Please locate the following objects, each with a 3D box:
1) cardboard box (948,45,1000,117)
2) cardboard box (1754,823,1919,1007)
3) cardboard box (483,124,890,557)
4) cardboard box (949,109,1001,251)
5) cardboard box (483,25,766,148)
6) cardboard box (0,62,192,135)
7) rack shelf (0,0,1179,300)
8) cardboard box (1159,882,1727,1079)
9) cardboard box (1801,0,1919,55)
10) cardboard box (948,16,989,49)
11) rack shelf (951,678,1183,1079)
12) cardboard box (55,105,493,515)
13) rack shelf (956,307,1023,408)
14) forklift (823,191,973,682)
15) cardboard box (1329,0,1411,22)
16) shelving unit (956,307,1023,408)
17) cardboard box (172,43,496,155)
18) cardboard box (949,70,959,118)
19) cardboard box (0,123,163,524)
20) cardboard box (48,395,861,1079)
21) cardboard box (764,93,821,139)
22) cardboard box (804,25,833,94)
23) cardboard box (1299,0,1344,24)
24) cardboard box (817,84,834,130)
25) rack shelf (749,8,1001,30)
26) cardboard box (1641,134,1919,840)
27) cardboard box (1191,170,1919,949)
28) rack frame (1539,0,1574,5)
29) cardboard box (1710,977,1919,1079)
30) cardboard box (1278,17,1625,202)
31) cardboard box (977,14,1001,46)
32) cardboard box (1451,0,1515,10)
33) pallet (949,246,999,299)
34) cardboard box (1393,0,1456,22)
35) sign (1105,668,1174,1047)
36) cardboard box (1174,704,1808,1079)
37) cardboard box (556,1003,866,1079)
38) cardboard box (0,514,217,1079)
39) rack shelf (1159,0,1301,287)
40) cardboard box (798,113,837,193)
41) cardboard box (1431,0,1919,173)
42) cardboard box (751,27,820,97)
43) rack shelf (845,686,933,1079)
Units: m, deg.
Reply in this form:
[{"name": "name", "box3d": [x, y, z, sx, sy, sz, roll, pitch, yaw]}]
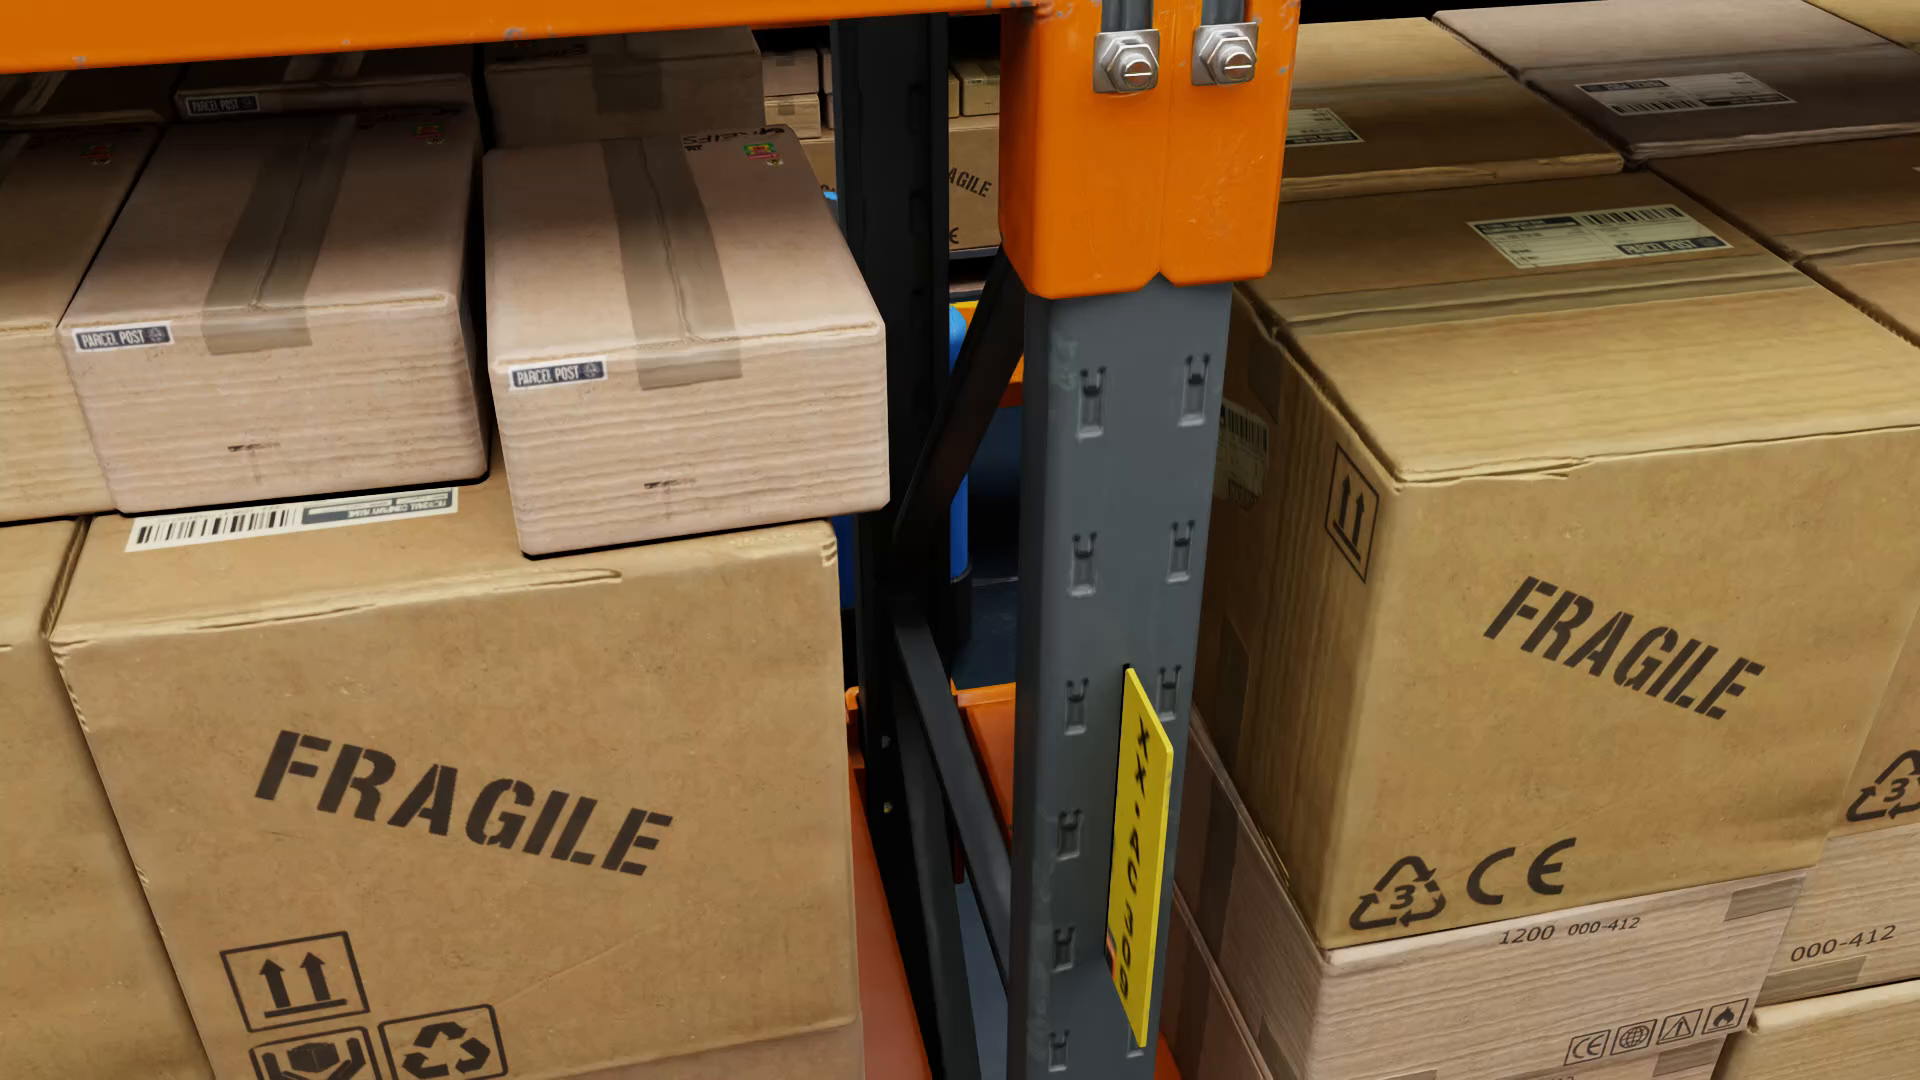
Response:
[{"name": "cardboard box", "box3d": [0.091, -1.808, 6.536, 0.250, 0.149, 0.380, -8, 35, -11]}, {"name": "cardboard box", "box3d": [1.010, 0.224, 1.910, 0.500, 0.250, 0.500, -7, 34, -10]}, {"name": "cardboard box", "box3d": [-0.214, -0.165, 1.235, 0.250, 0.149, 0.380, -8, 35, -12]}, {"name": "cardboard box", "box3d": [-0.044, -1.492, 6.648, 0.500, 0.500, 0.500, -8, 35, -11]}, {"name": "cardboard box", "box3d": [-0.349, -0.479, 1.702, 0.250, 0.149, 0.380, -8, 35, -11]}, {"name": "cardboard box", "box3d": [-0.835, -0.384, 1.561, 0.250, 0.149, 0.380, -8, 35, -11]}, {"name": "rack shelf", "box3d": [-1.934, -0.351, 1.035, 4.000, 0.370, 1.077, -7, 35, -11]}, {"name": "cardboard box", "box3d": [0.504, 0.501, 1.945, 0.500, 0.250, 0.500, -8, 35, -12]}, {"name": "cardboard box", "box3d": [1.399, -0.418, 2.193, 0.500, 0.500, 0.500, -6, 34, -9]}, {"name": "cardboard box", "box3d": [-0.052, -2.071, 6.928, 0.250, 0.149, 0.380, -9, 35, -13]}, {"name": "rack shelf", "box3d": [1.967, 0.403, 2.604, 4.000, 0.370, 1.077, -7, 35, -11]}, {"name": "cardboard box", "box3d": [-0.495, -0.192, 1.275, 0.250, 0.149, 0.380, -6, 34, -9]}, {"name": "rack shelf", "box3d": [0.383, -0.552, 5.050, 1.000, 0.185, 0.538, -6, 34, -9]}, {"name": "forklift", "box3d": [-1.530, -0.794, 3.803, 3.031, 2.935, 1.130, -14, 36, -19]}, {"name": "cardboard box", "box3d": [1.752, -2.258, 7.207, 0.250, 0.149, 0.380, -7, 34, -10]}, {"name": "shelving unit", "box3d": [0.374, -0.701, 4.948, 1.083, 1.500, 0.587, -6, 34, -9]}, {"name": "cardboard box", "box3d": [-0.595, -0.438, 1.642, 0.250, 0.149, 0.380, -7, 34, -10]}, {"name": "cardboard box", "box3d": [-0.173, -1.767, 6.475, 0.250, 0.149, 0.380, -9, 35, -13]}, {"name": "cardboard box", "box3d": [-0.740, -0.167, 1.237, 0.250, 0.149, 0.380, -7, 35, -10]}, {"name": "cardboard box", "box3d": [-0.383, 0.101, 1.420, 0.500, 0.500, 0.500, -7, 35, -11]}, {"name": "cardboard box", "box3d": [-0.674, -1.653, 6.305, 0.250, 0.149, 0.380, -6, 34, -8]}, {"name": "cardboard box", "box3d": [-0.431, -1.834, 6.309, 0.250, 0.149, 0.380, -9, 35, -13]}, {"name": "cardboard box", "box3d": [1.466, -2.275, 7.233, 0.250, 0.149, 0.380, -9, 35, -13]}, {"name": "cardboard box", "box3d": [-0.421, -1.729, 6.419, 0.250, 0.149, 0.380, -8, 35, -12]}, {"name": "rack shelf", "box3d": [0.868, -2.295, 6.623, 4.000, 0.370, 1.077, -7, 35, -11]}, {"name": "cardboard box", "box3d": [0.999, -0.082, 1.694, 0.500, 0.500, 0.500, -7, 35, -11]}, {"name": "cardboard box", "box3d": [0.509, -0.005, 1.578, 0.500, 0.500, 0.500, -7, 34, -10]}, {"name": "rack frame", "box3d": [2.819, -2.839, 6.789, 0.127, 3.000, 1.000, -7, 35, -11]}, {"name": "cardboard box", "box3d": [1.008, 0.437, 2.041, 0.500, 0.250, 0.500, -8, 35, -12]}, {"name": "cardboard box", "box3d": [0.397, -0.298, 2.016, 0.500, 0.500, 0.500, -6, 34, -9]}, {"name": "cardboard box", "box3d": [0.228, -2.075, 6.935, 0.250, 0.149, 0.380, -6, 34, -9]}, {"name": "cardboard box", "box3d": [2.242, -2.350, 7.345, 0.250, 0.149, 0.380, -5, 34, -8]}, {"name": "pallet", "box3d": [-0.297, -1.310, 7.013, 1.213, 0.211, 1.003, -7, 35, -11]}, {"name": "cardboard box", "box3d": [1.977, -2.332, 7.318, 0.250, 0.149, 0.380, -6, 34, -9]}, {"name": "sign", "box3d": [0.140, 0.259, 1.324, 0.005, 0.325, 0.100, -7, 35, -11]}, {"name": "cardboard box", "box3d": [0.508, 0.304, 1.792, 0.500, 0.250, 0.500, -8, 35, -12]}, {"name": "cardboard box", "box3d": [-0.380, 0.504, 1.717, 0.500, 0.500, 0.500, -7, 34, -10]}, {"name": "cardboard box", "box3d": [-0.880, 0.159, 1.334, 0.500, 0.500, 0.500, -8, 35, -11]}, {"name": "rack shelf", "box3d": [1.967, -0.843, 1.768, 4.000, 0.370, 1.077, -7, 35, -11]}, {"name": "cardboard box", "box3d": [-0.561, -1.421, 6.542, 0.500, 0.500, 0.500, -6, 34, -8]}, {"name": "cardboard box", "box3d": [0.900, -0.366, 2.116, 0.500, 0.500, 0.500, -7, 34, -10]}, {"name": "cardboard box", "box3d": [-0.687, -1.809, 6.271, 0.250, 0.149, 0.380, -8, 35, -11]}, {"name": "rack shelf", "box3d": [-1.934, 0.894, 1.871, 4.000, 0.370, 1.077, -7, 35, -11]}]
